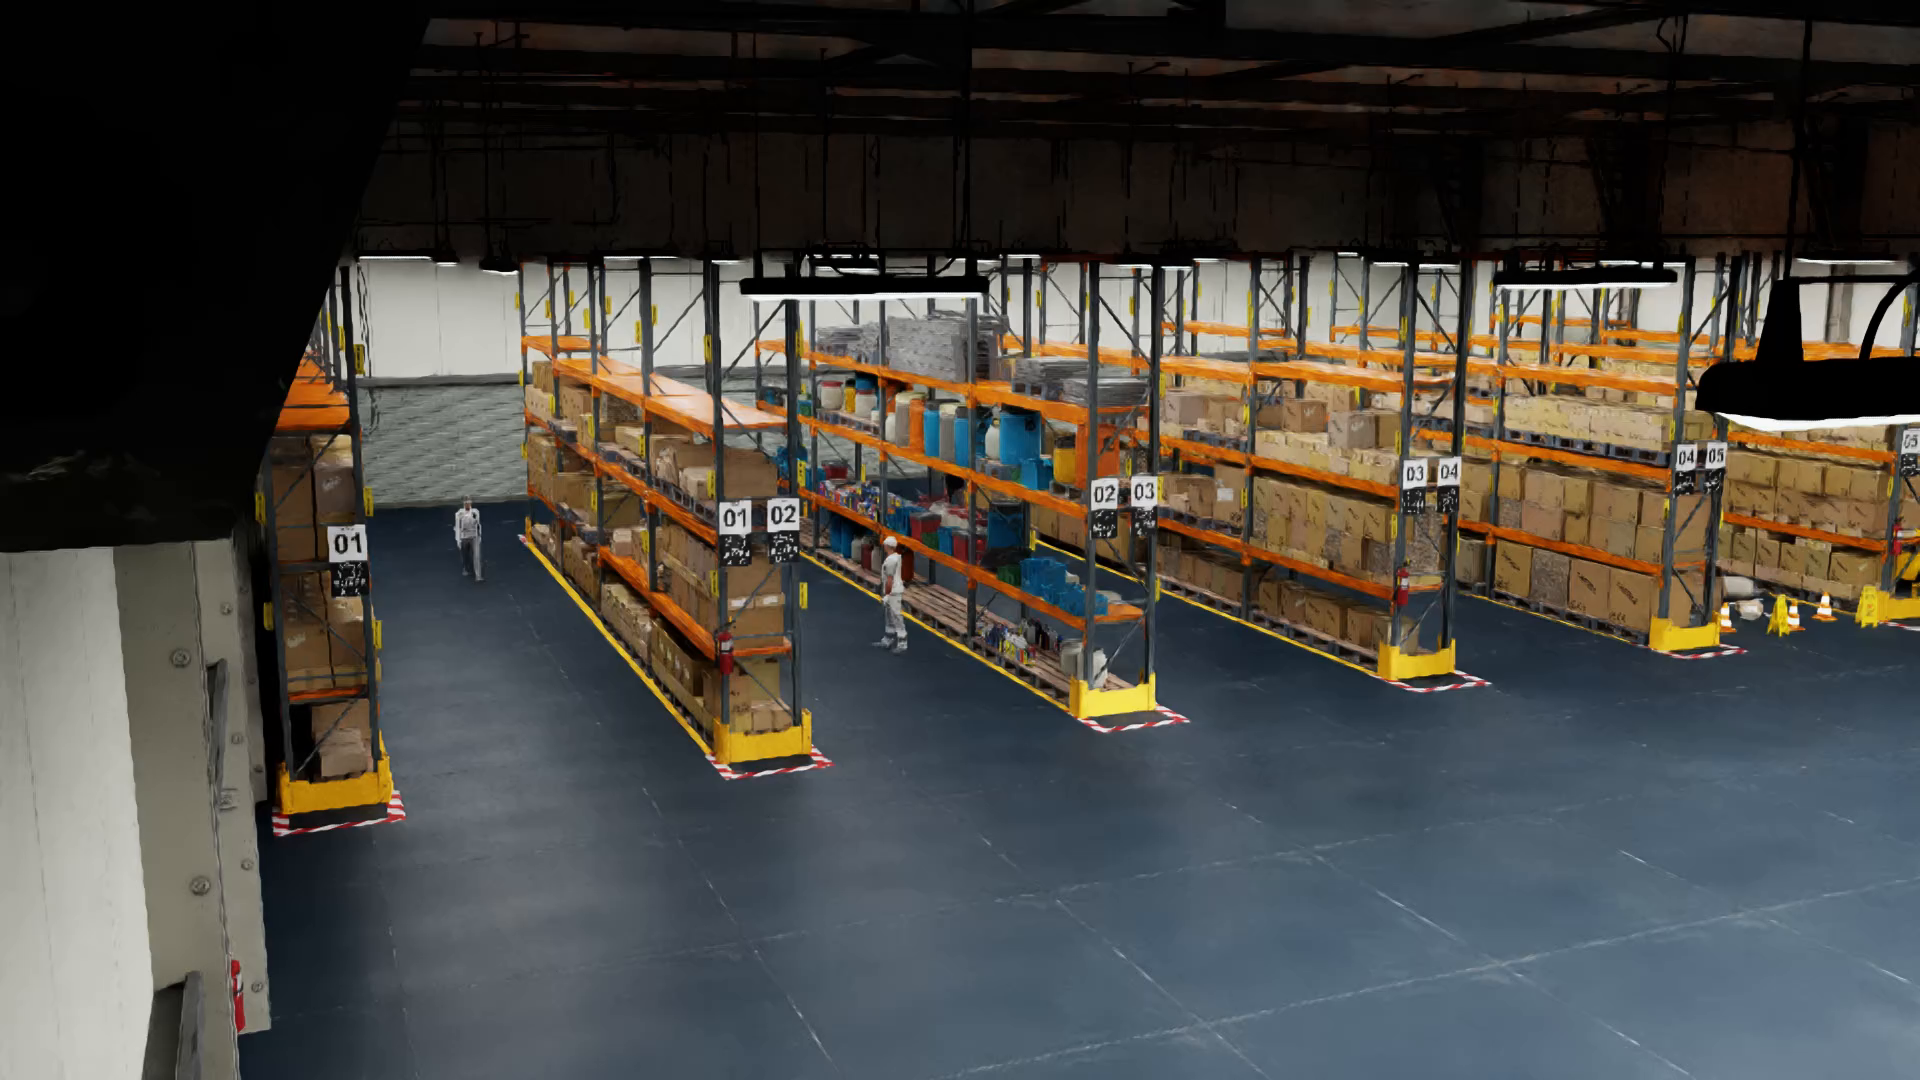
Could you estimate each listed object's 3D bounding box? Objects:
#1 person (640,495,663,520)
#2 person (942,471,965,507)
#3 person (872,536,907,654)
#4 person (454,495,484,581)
[{"bbox_3d":[-6.404,-0.881,35.028,0.588,1.700,1.193,-5,11,-24],"label":"person"},{"bbox_3d":[-0.140,-1.181,36.853,0.543,1.648,1.115,-4,11,-19],"label":"person"},{"bbox_3d":[-1.086,0.816,25.533,0.577,1.785,0.655,1,10,4],"label":"person"},{"bbox_3d":[-9.122,-0.063,30.860,0.495,1.589,1.086,-4,11,-20],"label":"person"}]
